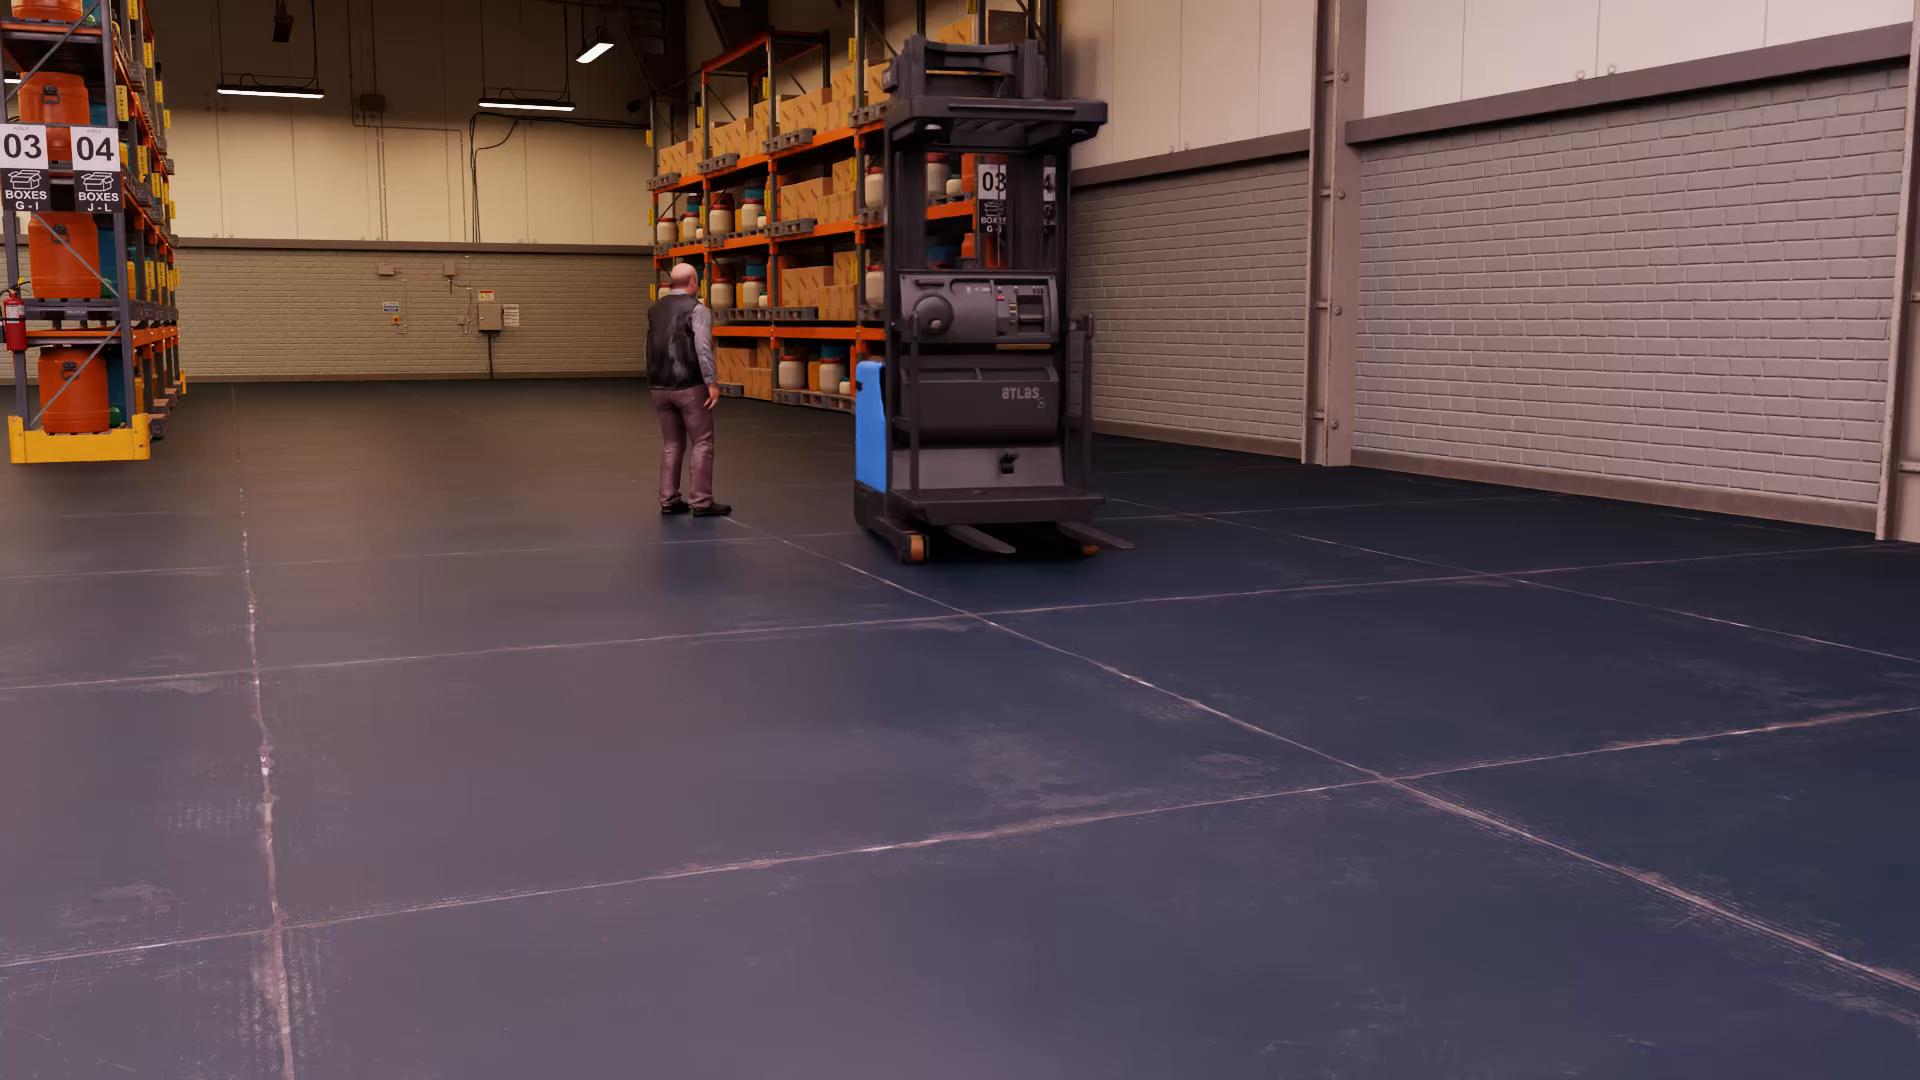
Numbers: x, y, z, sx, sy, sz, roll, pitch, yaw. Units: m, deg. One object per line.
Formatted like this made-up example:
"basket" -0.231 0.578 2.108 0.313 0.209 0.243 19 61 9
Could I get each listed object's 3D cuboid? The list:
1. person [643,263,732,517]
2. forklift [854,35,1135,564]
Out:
"person" -1.913 -1.030 11.395 0.580 1.719 0.420 5 9 32
"forklift" 0.165 -1.375 9.371 1.130 2.935 3.031 -2 8 -14
